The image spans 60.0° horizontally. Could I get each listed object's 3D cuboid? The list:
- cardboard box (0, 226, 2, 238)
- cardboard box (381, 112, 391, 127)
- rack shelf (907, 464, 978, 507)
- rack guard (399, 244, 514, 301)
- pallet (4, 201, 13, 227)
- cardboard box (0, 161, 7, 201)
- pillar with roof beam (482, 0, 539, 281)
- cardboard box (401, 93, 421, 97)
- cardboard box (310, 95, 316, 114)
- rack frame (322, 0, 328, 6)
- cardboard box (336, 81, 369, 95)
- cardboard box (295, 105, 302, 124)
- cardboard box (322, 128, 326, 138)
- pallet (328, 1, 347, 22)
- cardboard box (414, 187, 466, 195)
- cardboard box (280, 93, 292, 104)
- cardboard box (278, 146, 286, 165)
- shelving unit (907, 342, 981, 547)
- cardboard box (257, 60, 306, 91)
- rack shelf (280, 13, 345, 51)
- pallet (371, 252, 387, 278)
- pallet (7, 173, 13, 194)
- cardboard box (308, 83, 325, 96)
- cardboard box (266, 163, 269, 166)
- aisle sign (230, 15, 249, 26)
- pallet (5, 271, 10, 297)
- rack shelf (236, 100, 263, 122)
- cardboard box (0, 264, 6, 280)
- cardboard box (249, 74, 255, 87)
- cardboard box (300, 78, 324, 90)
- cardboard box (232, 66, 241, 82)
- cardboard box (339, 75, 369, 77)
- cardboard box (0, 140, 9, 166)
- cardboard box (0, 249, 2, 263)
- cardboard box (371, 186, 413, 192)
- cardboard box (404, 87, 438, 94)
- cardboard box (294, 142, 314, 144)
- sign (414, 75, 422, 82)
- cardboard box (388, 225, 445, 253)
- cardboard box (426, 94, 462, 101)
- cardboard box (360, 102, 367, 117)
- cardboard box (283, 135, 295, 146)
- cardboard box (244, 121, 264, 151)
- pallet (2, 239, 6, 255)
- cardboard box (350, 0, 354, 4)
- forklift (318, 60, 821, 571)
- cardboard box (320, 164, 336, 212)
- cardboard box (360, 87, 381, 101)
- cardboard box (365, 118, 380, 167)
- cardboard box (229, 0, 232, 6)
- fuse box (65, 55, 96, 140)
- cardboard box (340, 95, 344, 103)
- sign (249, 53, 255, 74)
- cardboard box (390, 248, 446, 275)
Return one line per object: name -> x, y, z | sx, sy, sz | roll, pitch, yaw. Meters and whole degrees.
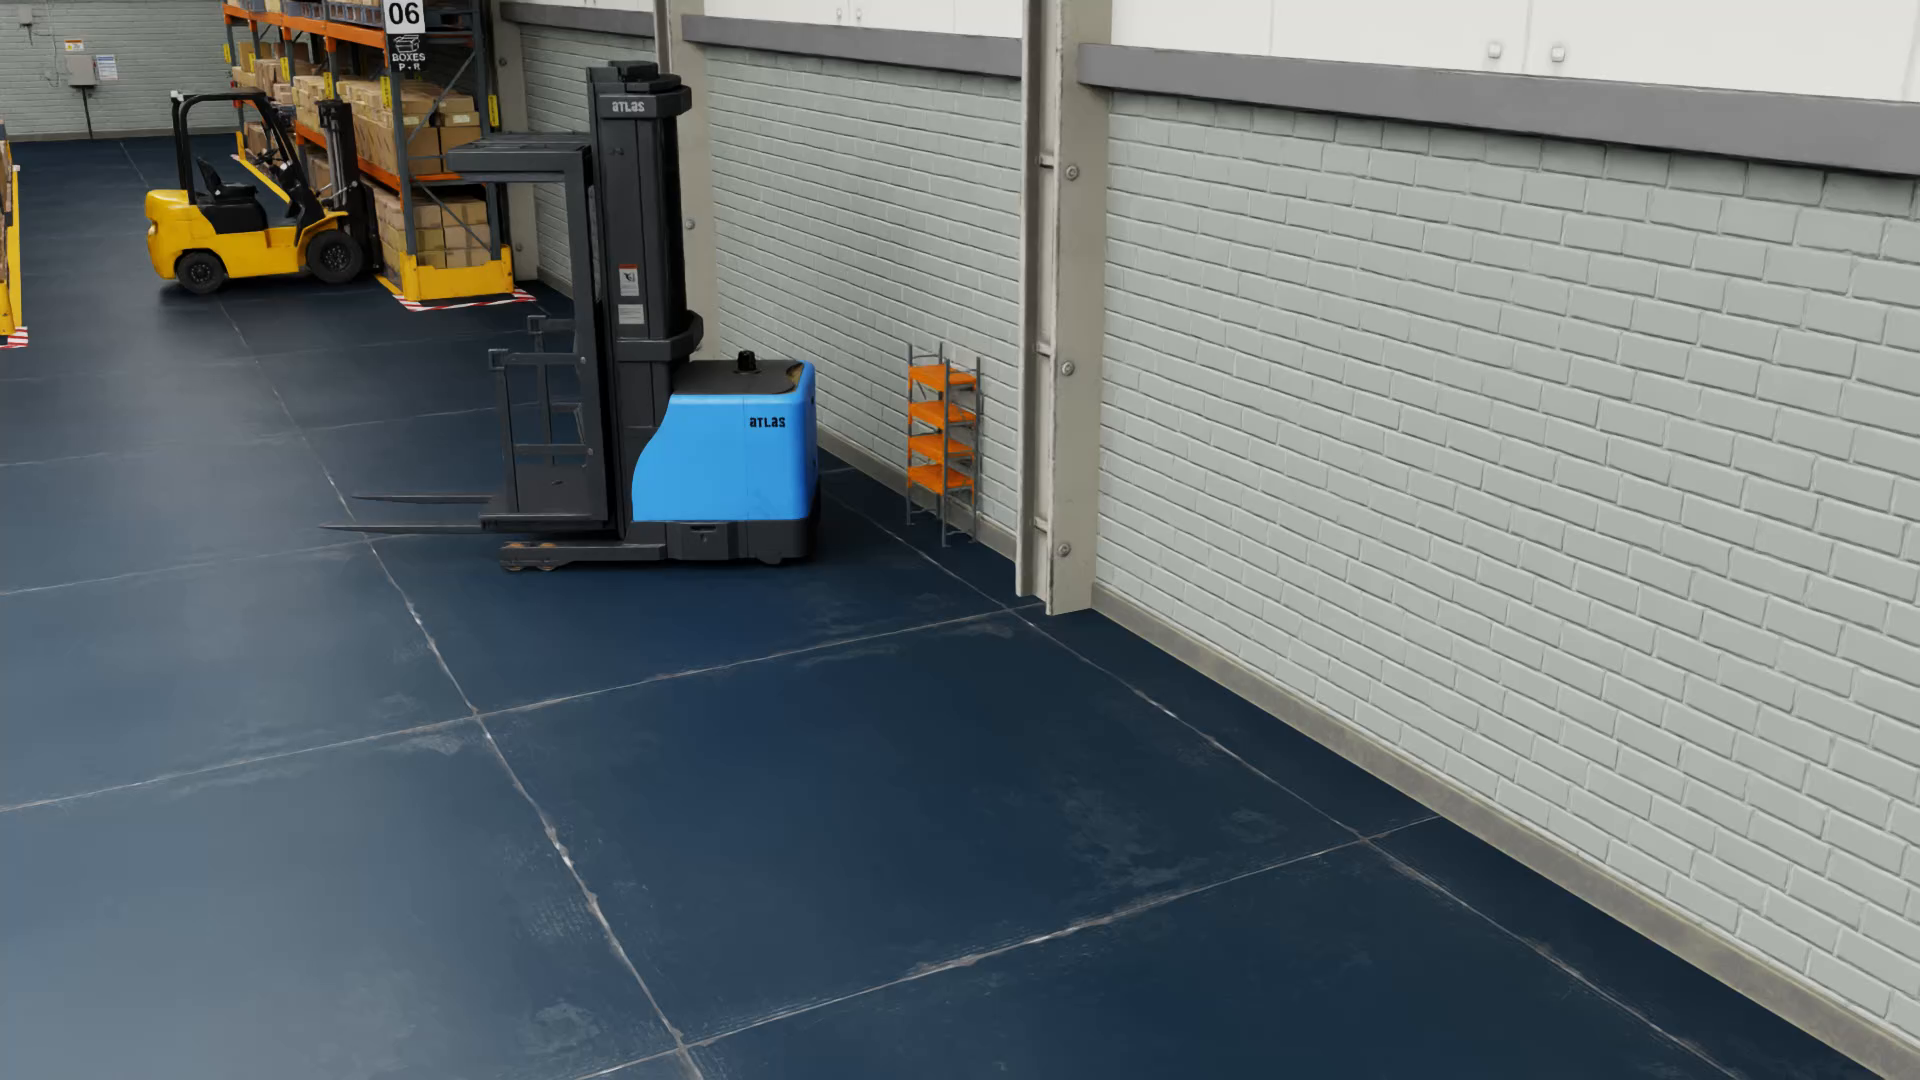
cardboard box -> -12.471, -3.866, 20.622 | 0.950, 0.372, 0.625 | -9, 21, -23
cardboard box -> -6.168, -4.654, 18.373 | 0.380, 0.149, 0.250 | -10, 21, -26
rack shelf -> -0.116, -0.359, 10.638 | 0.258, 0.148, 0.480 | -9, 21, -28
rack guard -> -5.598, -2.987, 18.521 | 1.175, 0.500, 0.348 | -10, 21, -27
pallet -> -14.083, -4.622, 23.702 | 1.003, 0.211, 1.213 | -10, 21, -27
cardboard box -> -14.450, -5.364, 24.192 | 0.875, 0.875, 0.875 | -10, 21, -26
pillar with roof beam -> -8.936, -6.684, 16.206 | 9.100, 9.000, 0.400 | -10, 21, -27
cardboard box -> -6.310, -4.960, 18.804 | 0.380, 0.149, 0.250 | -10, 21, -26
cardboard box -> -8.679, -6.033, 22.979 | 0.500, 0.250, 0.500 | -10, 21, -26
rack frame -> -7.509, -8.160, 20.483 | 1.000, 3.000, 0.127 | -10, 21, -27
cardboard box -> -7.619, -5.681, 20.892 | 0.380, 0.149, 0.250 | -10, 21, -26
cardboard box -> -9.413, -6.236, 24.335 | 0.500, 0.250, 0.500 | -10, 21, -26
cardboard box -> -8.222, -5.501, 22.203 | 0.500, 0.250, 0.500 | -10, 21, -27
pallet -> -7.081, -6.459, 20.289 | 1.003, 0.211, 1.213 | -10, 21, -27
cardboard box -> -6.140, -4.002, 19.670 | 0.500, 0.250, 0.500 | -10, 21, -27
cardboard box -> -10.058, -6.681, 25.136 | 0.380, 0.149, 0.250 | -10, 21, -26
cardboard box -> -10.782, -6.168, 27.097 | 0.500, 0.500, 0.500 | -11, 22, -28
shelving unit -> -0.111, -0.612, 10.554 | 0.258, 1.200, 0.503 | -9, 21, -28
cardboard box -> -11.029, -7.544, 27.098 | 0.700, 0.500, 0.500 | -10, 21, -26
rack shelf -> -8.459, -6.976, 22.753 | 1.077, 0.370, 4.000 | -10, 21, -27
pallet -> -6.585, -3.420, 20.220 | 1.003, 0.211, 1.213 | -10, 21, -27
pallet -> -15.967, -5.763, 27.008 | 1.003, 0.211, 1.213 | -10, 21, -27
cardboard box -> -8.694, -6.168, 22.759 | 0.380, 0.149, 0.250 | -11, 22, -28
cardboard box -> -11.831, -6.586, 28.845 | 0.380, 0.149, 0.250 | -11, 22, -28
aisle sign -> -13.498, -9.972, 30.945 | 0.394, 0.787, 0.004 | -10, 21, -27
pallet -> -10.942, -2.698, 18.126 | 1.003, 0.211, 1.213 | -10, 21, -27
rack shelf -> -12.258, -7.854, 29.898 | 1.077, 0.370, 4.000 | -10, 21, -27
cardboard box -> -10.352, -2.726, 17.506 | 0.500, 0.250, 0.500 | -9, 21, -25
cardboard box -> -12.015, -7.940, 28.817 | 0.500, 0.250, 0.500 | -10, 21, -26
cardboard box -> -9.244, -6.543, 23.846 | 0.380, 0.149, 0.250 | -9, 21, -25
cardboard box -> -13.229, -8.666, 30.922 | 0.500, 0.250, 0.500 | -10, 21, -26
cardboard box -> -8.853, -6.706, 24.320 | 0.380, 0.149, 0.250 | -9, 21, -25
cardboard box -> -16.730, -6.551, 28.301 | 0.875, 0.438, 0.875 | -9, 21, -25
cardboard box -> -10.611, -3.235, 17.829 | 0.500, 0.500, 0.500 | -10, 21, -26
cardboard box -> -6.833, -4.066, 19.856 | 0.500, 0.250, 0.500 | -10, 22, -28
cardboard box -> -6.419, -5.323, 19.856 | 0.380, 0.149, 0.250 | -9, 21, -25
cardboard box -> -10.194, -6.137, 26.012 | 0.380, 0.149, 0.250 | -9, 21, -25
sign -> -7.021, -5.857, 21.558 | 0.100, 0.325, 0.005 | -10, 21, -27
cardboard box -> -6.116, -3.402, 18.697 | 0.500, 0.250, 0.500 | -10, 22, -27
cardboard box -> -5.813, -4.954, 18.784 | 0.380, 0.149, 0.250 | -10, 21, -26
cardboard box -> -6.872, -5.099, 19.661 | 0.380, 0.149, 0.250 | -10, 22, -28
cardboard box -> -10.812, -6.506, 27.082 | 0.380, 0.149, 0.250 | -10, 21, -27
cardboard box -> -13.000, -7.597, 31.232 | 0.797, 0.503, 0.637 | -11, 22, -29
pallet -> -12.247, -3.459, 20.332 | 1.003, 0.211, 1.213 | -10, 21, -27
cardboard box -> -6.677, -6.461, 19.202 | 0.797, 0.503, 0.637 | -9, 21, -25
forklift -> -2.428, -1.373, 10.117 | 3.031, 2.935, 1.130 | 0, 19, -1
cardboard box -> -8.487, -4.987, 23.483 | 0.875, 0.625, 0.625 | -11, 22, -29
cardboard box -> -6.937, -5.323, 19.856 | 0.380, 0.149, 0.250 | -10, 21, -27
cardboard box -> -6.556, -4.621, 19.271 | 0.500, 0.500, 0.500 | -10, 22, -28
cardboard box -> -12.848, -9.631, 29.731 | 0.380, 0.149, 0.250 | -10, 21, -27
fuse box -> -18.354, -9.288, 34.926 | 0.539, 1.711, 0.414 | -10, 21, -27
cardboard box -> -7.589, -5.545, 20.956 | 0.380, 0.149, 0.250 | -10, 22, -28
sign -> -11.782, -7.943, 27.726 | 0.100, 0.325, 0.005 | -10, 21, -27
cardboard box -> -6.111, -3.160, 18.763 | 0.500, 0.250, 0.500 | -10, 21, -26
